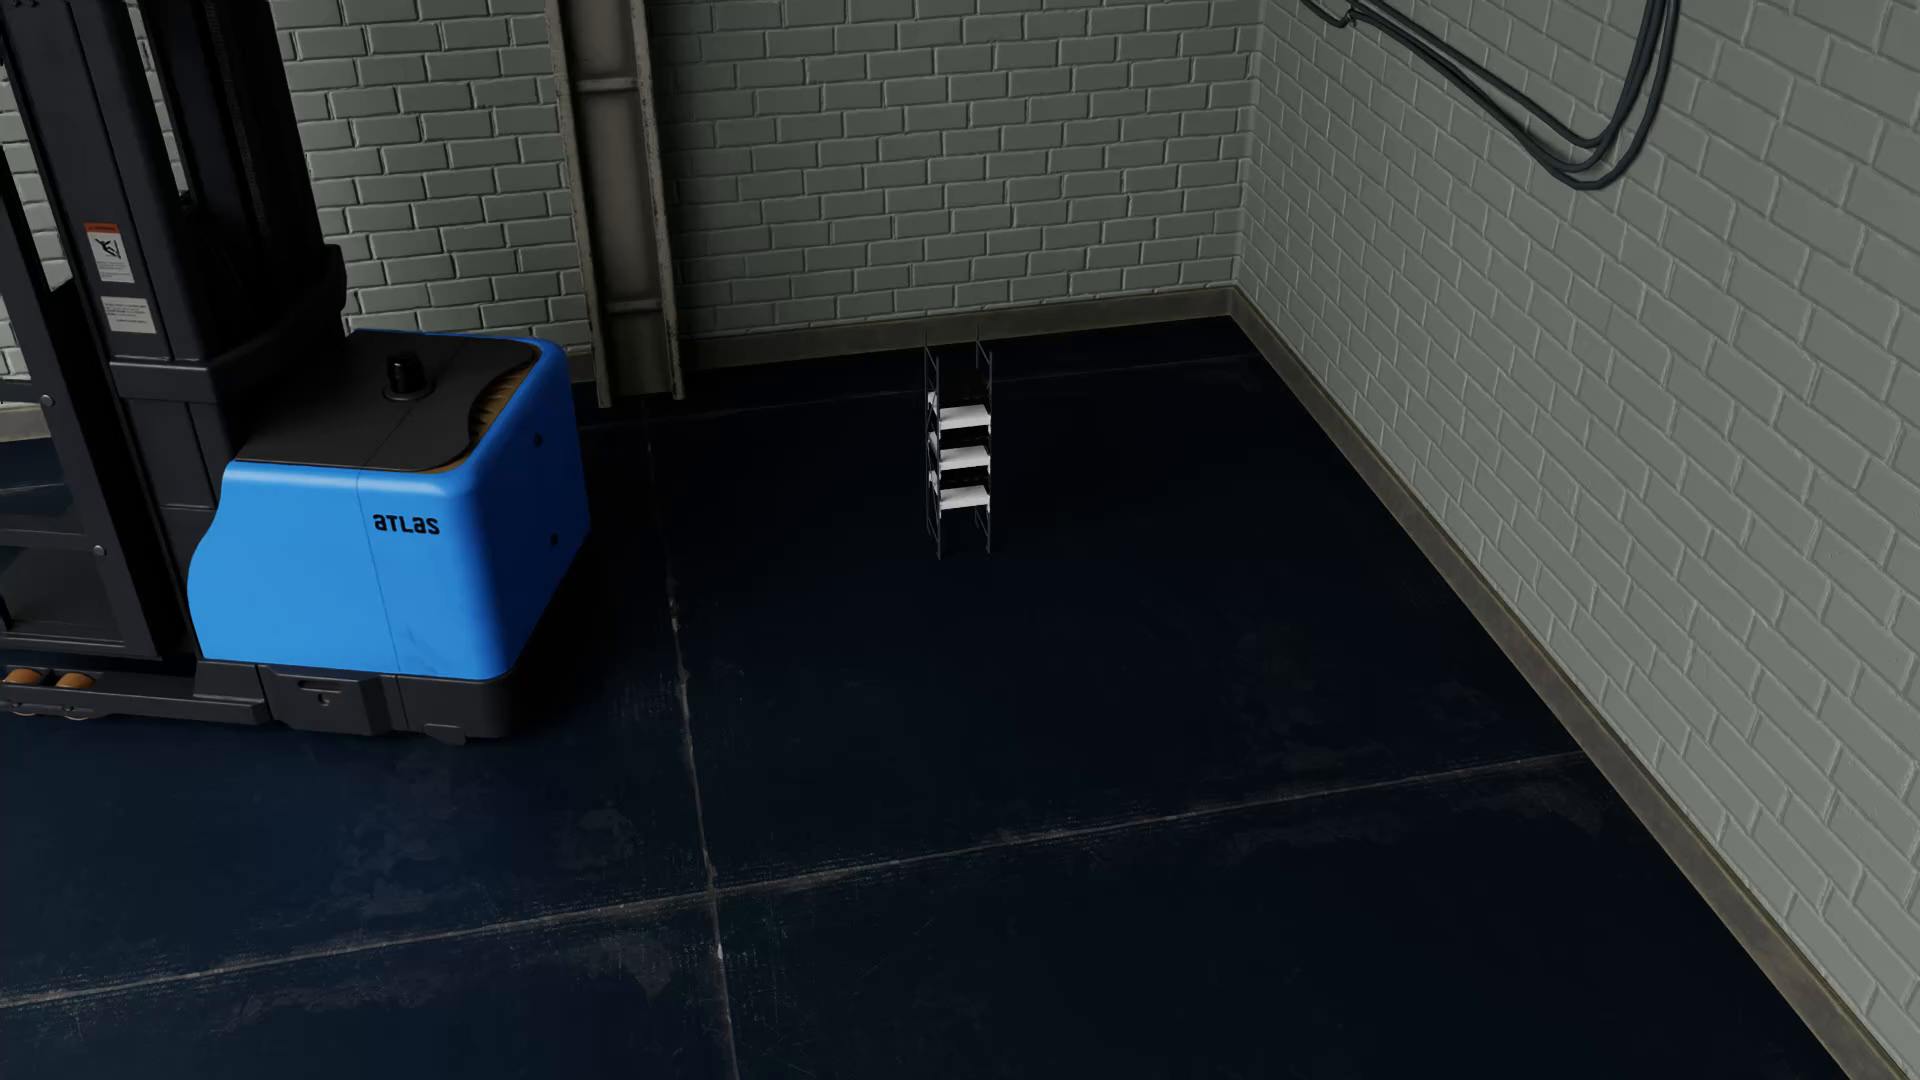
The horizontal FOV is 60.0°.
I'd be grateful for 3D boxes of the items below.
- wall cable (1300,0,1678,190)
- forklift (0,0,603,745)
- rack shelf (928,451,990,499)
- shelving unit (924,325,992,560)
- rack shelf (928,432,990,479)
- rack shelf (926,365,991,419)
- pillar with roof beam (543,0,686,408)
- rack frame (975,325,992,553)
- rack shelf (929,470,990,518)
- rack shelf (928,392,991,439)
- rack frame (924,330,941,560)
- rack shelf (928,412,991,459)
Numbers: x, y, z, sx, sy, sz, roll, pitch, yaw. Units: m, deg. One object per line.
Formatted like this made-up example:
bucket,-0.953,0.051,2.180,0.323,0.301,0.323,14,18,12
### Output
wall cable,1.666,-2.807,5.643,0.112,2.526,3.097,-7,35,-11
forklift,-2.931,-0.874,5.422,3.031,2.935,1.130,4,34,6
rack shelf,-0.008,-0.270,6.566,0.200,0.077,0.258,-7,35,-11
shelving unit,-0.008,-0.373,6.498,0.210,0.900,0.258,-7,35,-11
rack shelf,-0.008,-0.345,6.516,0.200,0.077,0.258,-7,35,-11
rack shelf,-0.008,-0.569,6.366,0.200,0.077,0.258,-7,35,-11
pillar with roof beam,-0.550,-2.113,1.823,0.400,9.000,9.100,-7,35,-11
rack frame,0.091,-0.385,6.516,0.006,0.900,0.240,-7,35,-11
rack shelf,-0.008,-0.196,6.617,0.200,0.077,0.258,-7,35,-11
rack shelf,-0.008,-0.494,6.416,0.200,0.077,0.258,-7,35,-11
rack frame,-0.107,-0.360,6.479,0.006,0.900,0.240,-7,35,-11
rack shelf,-0.008,-0.420,6.466,0.200,0.077,0.258,-7,35,-11
